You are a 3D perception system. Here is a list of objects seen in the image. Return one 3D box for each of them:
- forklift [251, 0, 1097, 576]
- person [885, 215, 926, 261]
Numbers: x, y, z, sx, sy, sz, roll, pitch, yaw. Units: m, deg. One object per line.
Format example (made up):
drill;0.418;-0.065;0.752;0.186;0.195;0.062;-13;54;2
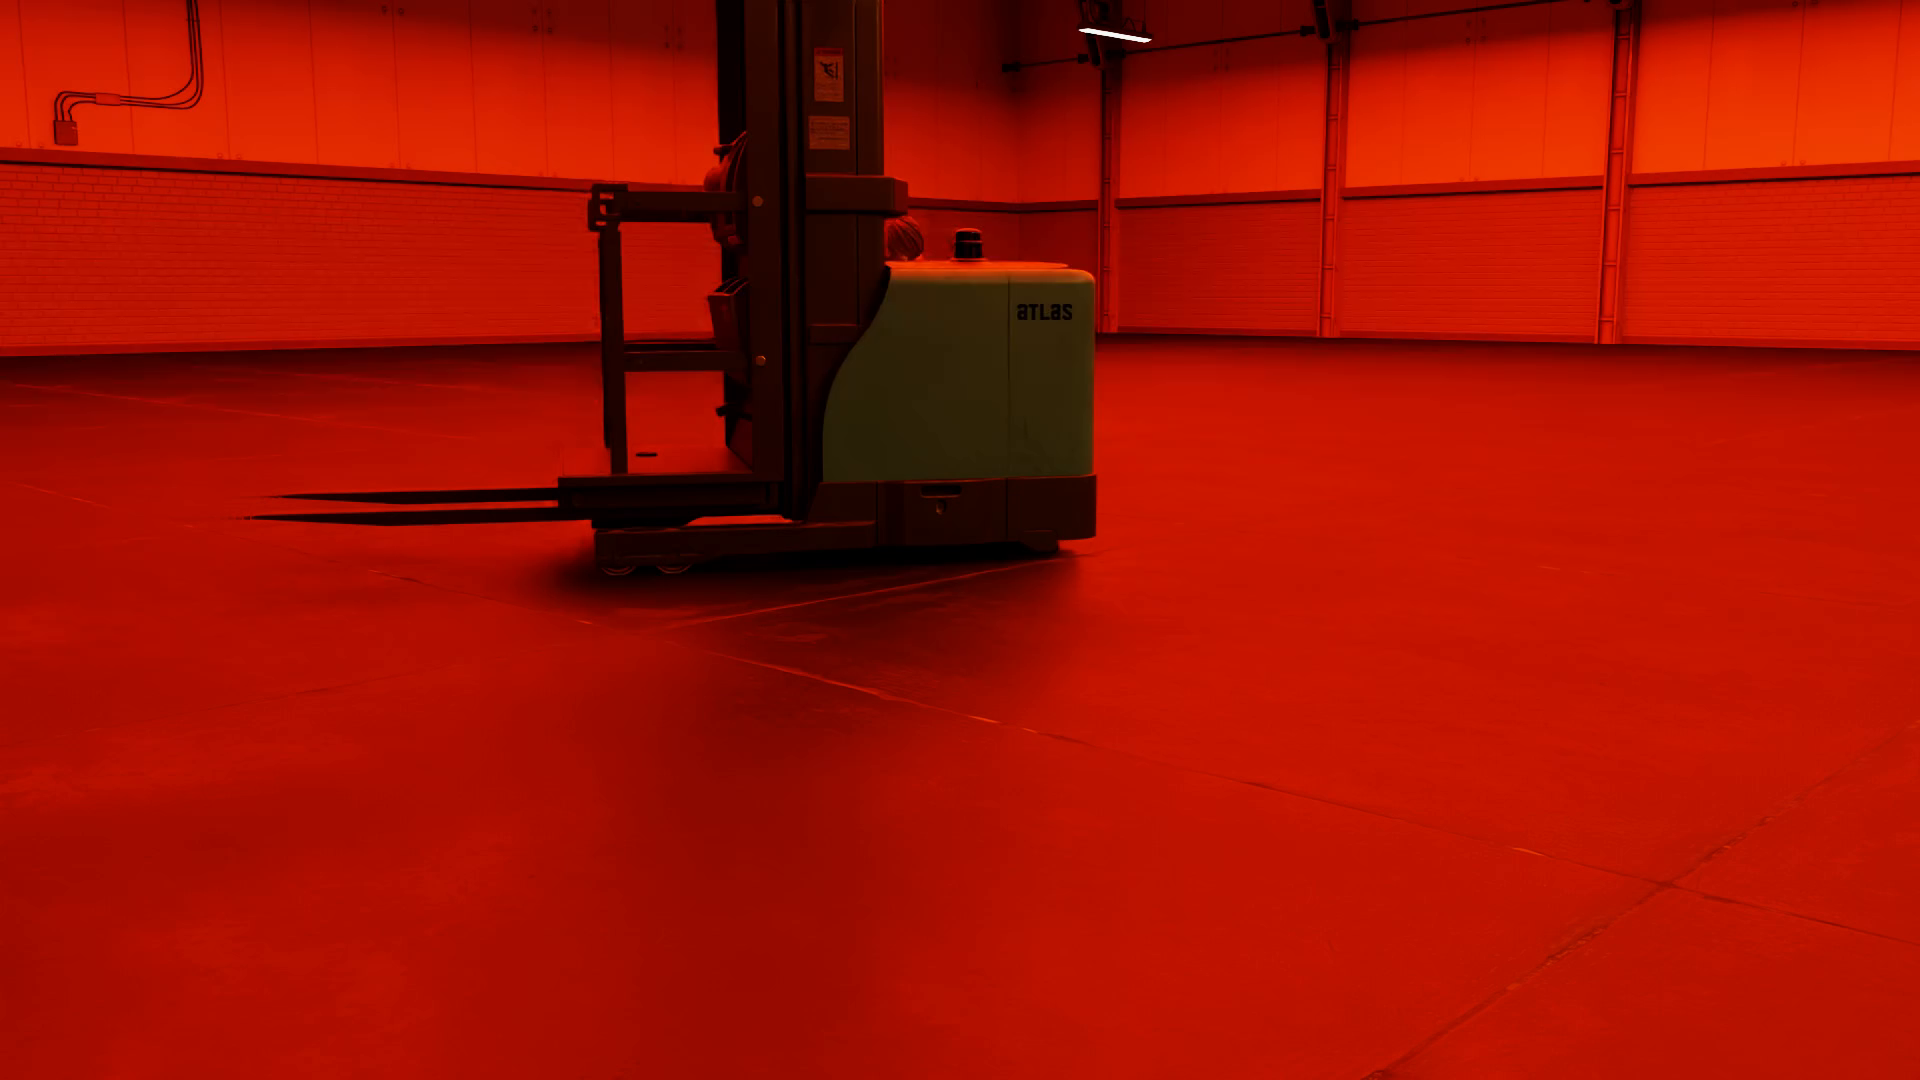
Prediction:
forklift;-1.054;-1.408;6.223;3.031;2.935;1.130;-2;9;-13
person;-0.337;-0.742;7.311;0.879;1.342;0.701;8;12;42
